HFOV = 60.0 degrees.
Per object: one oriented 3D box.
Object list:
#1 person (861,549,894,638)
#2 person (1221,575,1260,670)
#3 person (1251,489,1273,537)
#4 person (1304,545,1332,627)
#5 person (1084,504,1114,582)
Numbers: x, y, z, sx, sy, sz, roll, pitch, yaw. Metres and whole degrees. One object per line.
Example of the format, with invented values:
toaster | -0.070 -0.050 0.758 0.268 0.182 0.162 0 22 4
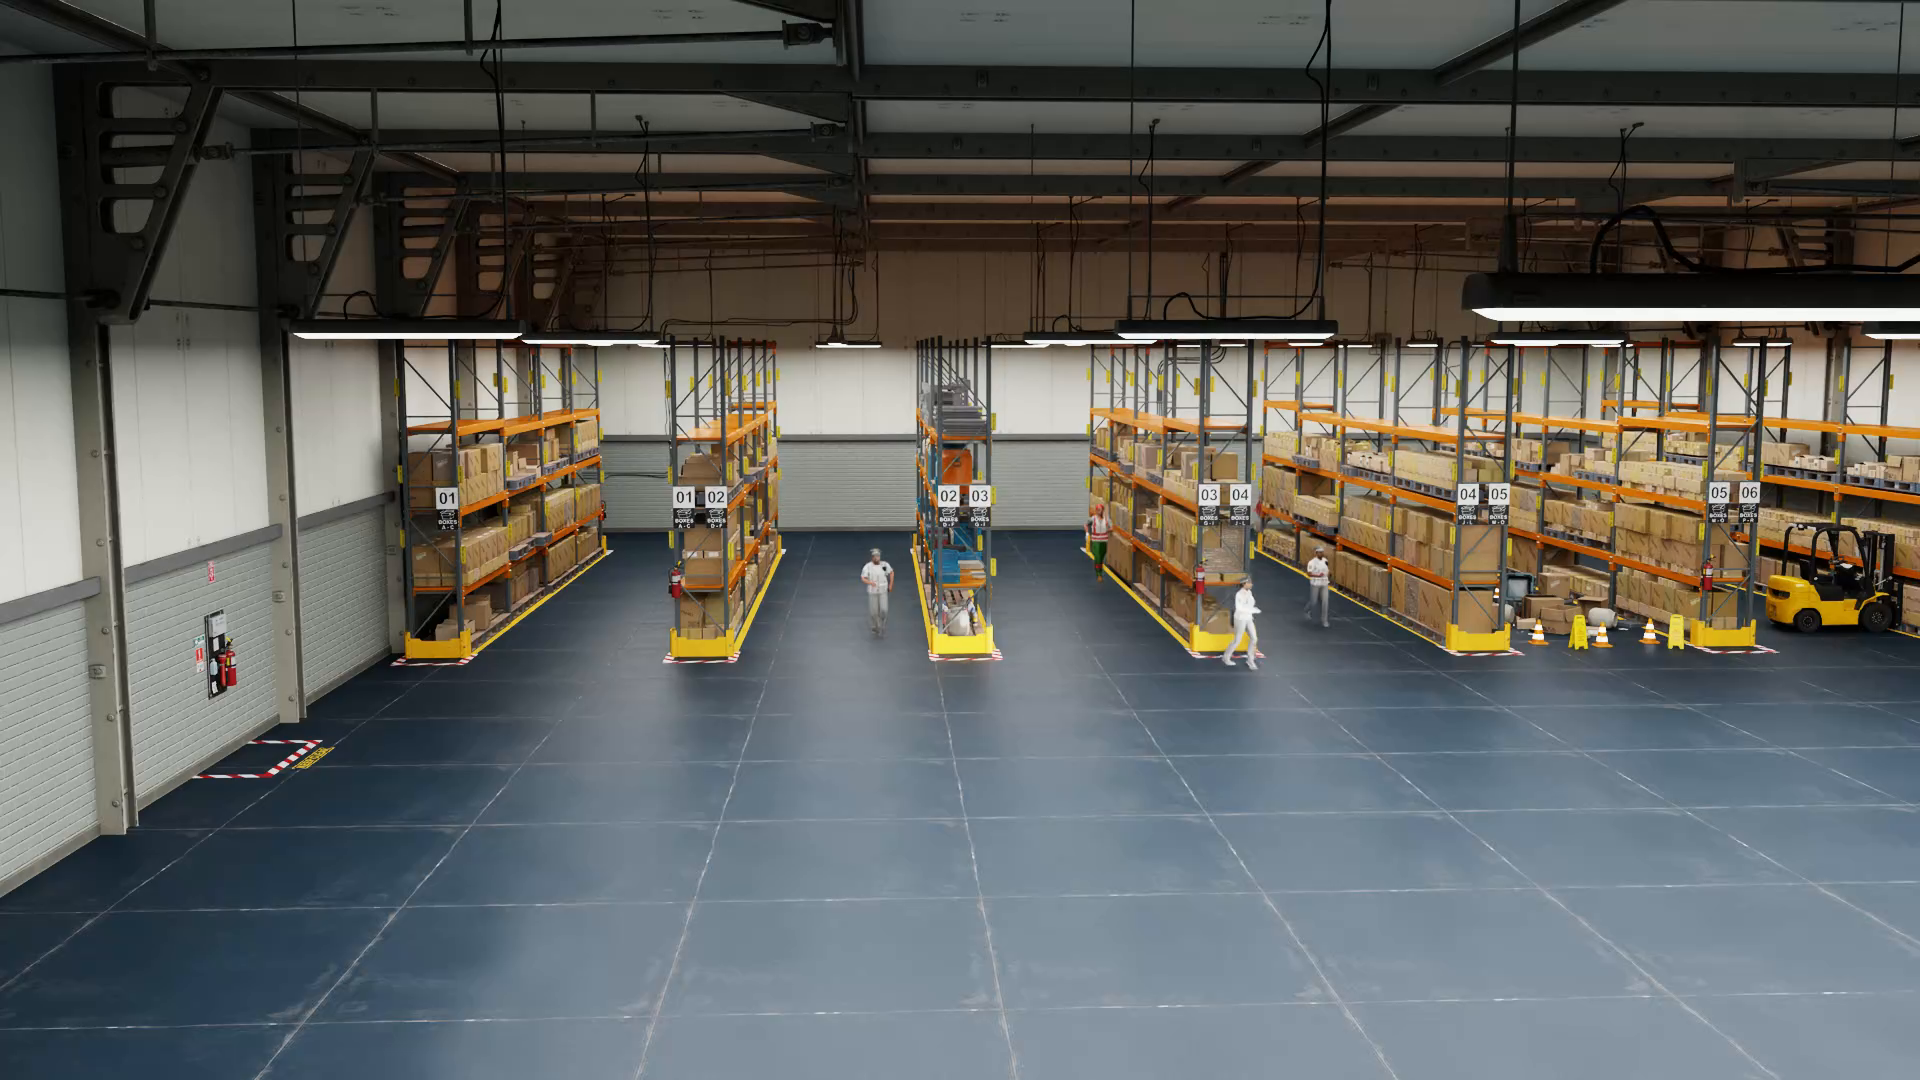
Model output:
person | -1.658 1.075 33.453 0.665 1.809 0.723 0 7 -4
person | 5.108 1.494 30.033 0.738 1.758 0.626 5 8 38
person | 8.867 -0.649 48.730 0.755 1.684 0.676 -1 7 -7
person | 7.504 0.935 34.743 0.585 1.673 0.898 -2 7 -13
person | 3.306 0.059 39.264 0.658 1.816 0.913 -1 7 -10
